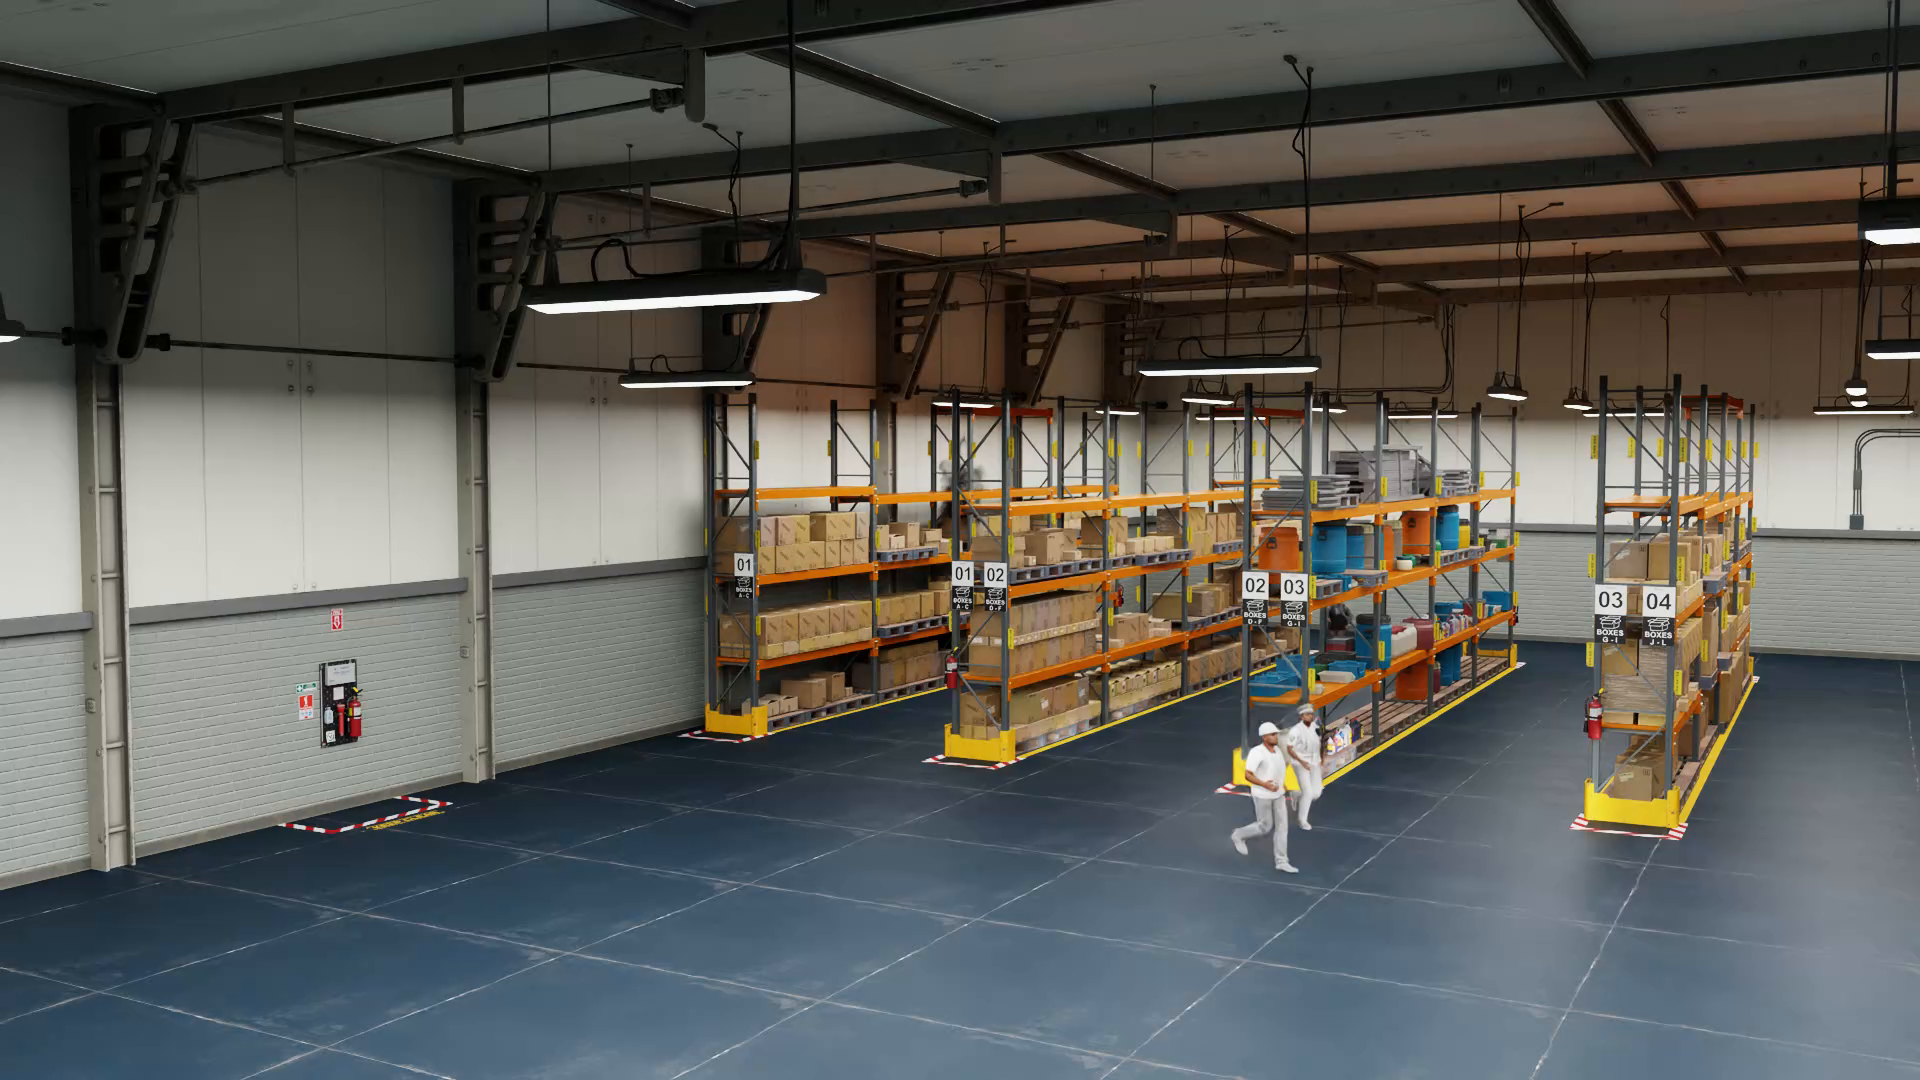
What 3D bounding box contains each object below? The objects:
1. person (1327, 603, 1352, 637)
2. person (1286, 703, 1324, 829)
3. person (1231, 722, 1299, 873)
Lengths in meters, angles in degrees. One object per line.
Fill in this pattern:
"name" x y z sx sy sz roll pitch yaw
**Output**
"person" 8.666 2.083 38.253 0.634 1.697 0.653 1 3 21
"person" 4.590 2.985 22.134 0.603 1.673 0.631 -1 3 -24
"person" 3.664 3.052 19.888 0.696 1.756 0.934 -3 4 -41
